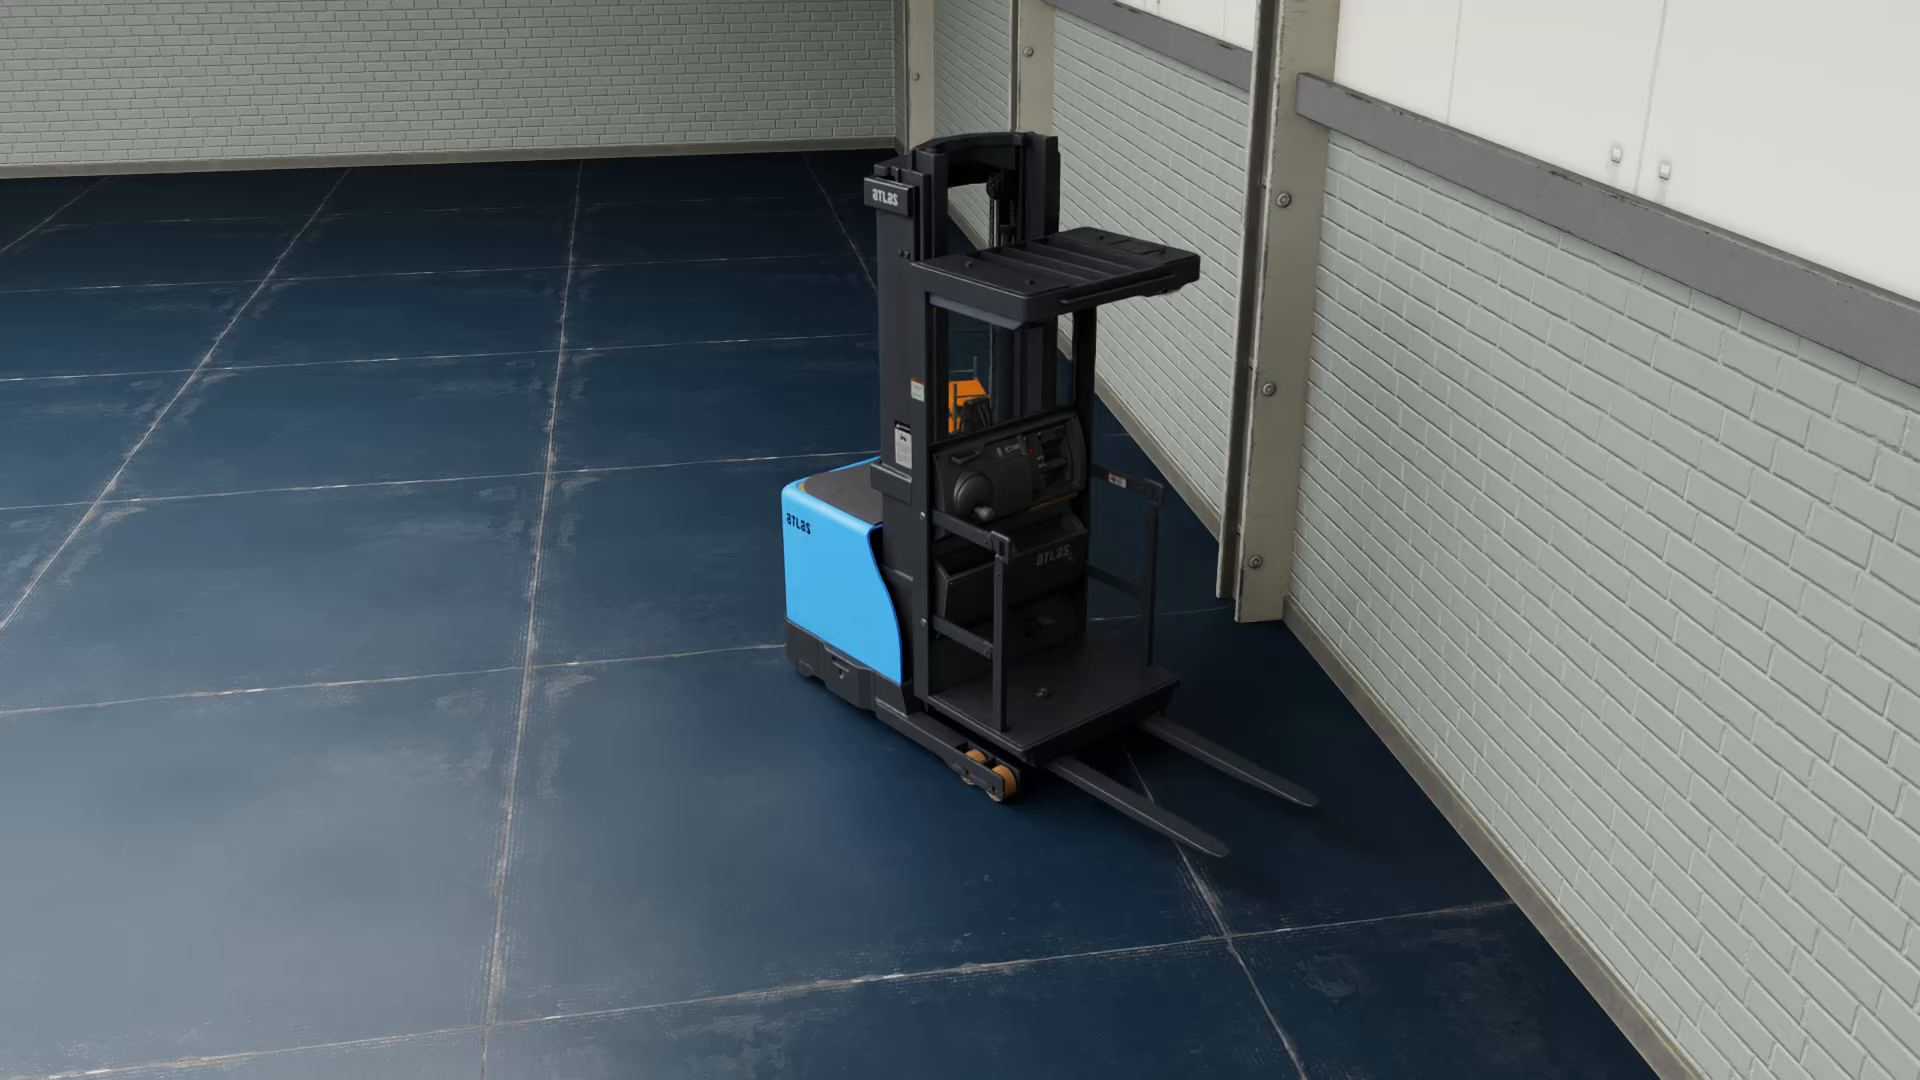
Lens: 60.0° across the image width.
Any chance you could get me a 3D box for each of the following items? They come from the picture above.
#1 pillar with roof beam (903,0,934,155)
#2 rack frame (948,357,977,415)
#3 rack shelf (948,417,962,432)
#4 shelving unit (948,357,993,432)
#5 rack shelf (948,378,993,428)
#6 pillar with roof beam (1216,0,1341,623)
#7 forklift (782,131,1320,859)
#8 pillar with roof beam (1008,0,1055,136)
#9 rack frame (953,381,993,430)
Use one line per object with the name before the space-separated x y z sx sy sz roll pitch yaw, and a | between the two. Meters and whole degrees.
pillar with roof beam | -4.725 -8.134 18.130 9.100 9.000 0.400 -4 24 -10
rack frame | -0.015 -0.581 10.581 0.240 1.200 0.015 -4 24 -10
rack shelf | 0.031 -0.628 10.298 0.258 0.148 0.480 -4 24 -10
shelving unit | 0.031 -0.485 10.361 0.258 1.200 0.503 -4 24 -10
rack shelf | 0.031 -0.845 10.204 0.258 0.148 0.480 -4 24 -10
pillar with roof beam | -2.506 -3.414 7.323 9.100 9.000 0.400 -4 24 -10
forklift | 0.386 -0.330 7.843 1.130 2.935 3.031 -19 30 -37
pillar with roof beam | -3.615 -5.774 12.726 9.100 9.000 0.400 -4 24 -10
rack frame | 0.076 -0.389 10.141 0.240 1.200 0.015 -4 24 -10
